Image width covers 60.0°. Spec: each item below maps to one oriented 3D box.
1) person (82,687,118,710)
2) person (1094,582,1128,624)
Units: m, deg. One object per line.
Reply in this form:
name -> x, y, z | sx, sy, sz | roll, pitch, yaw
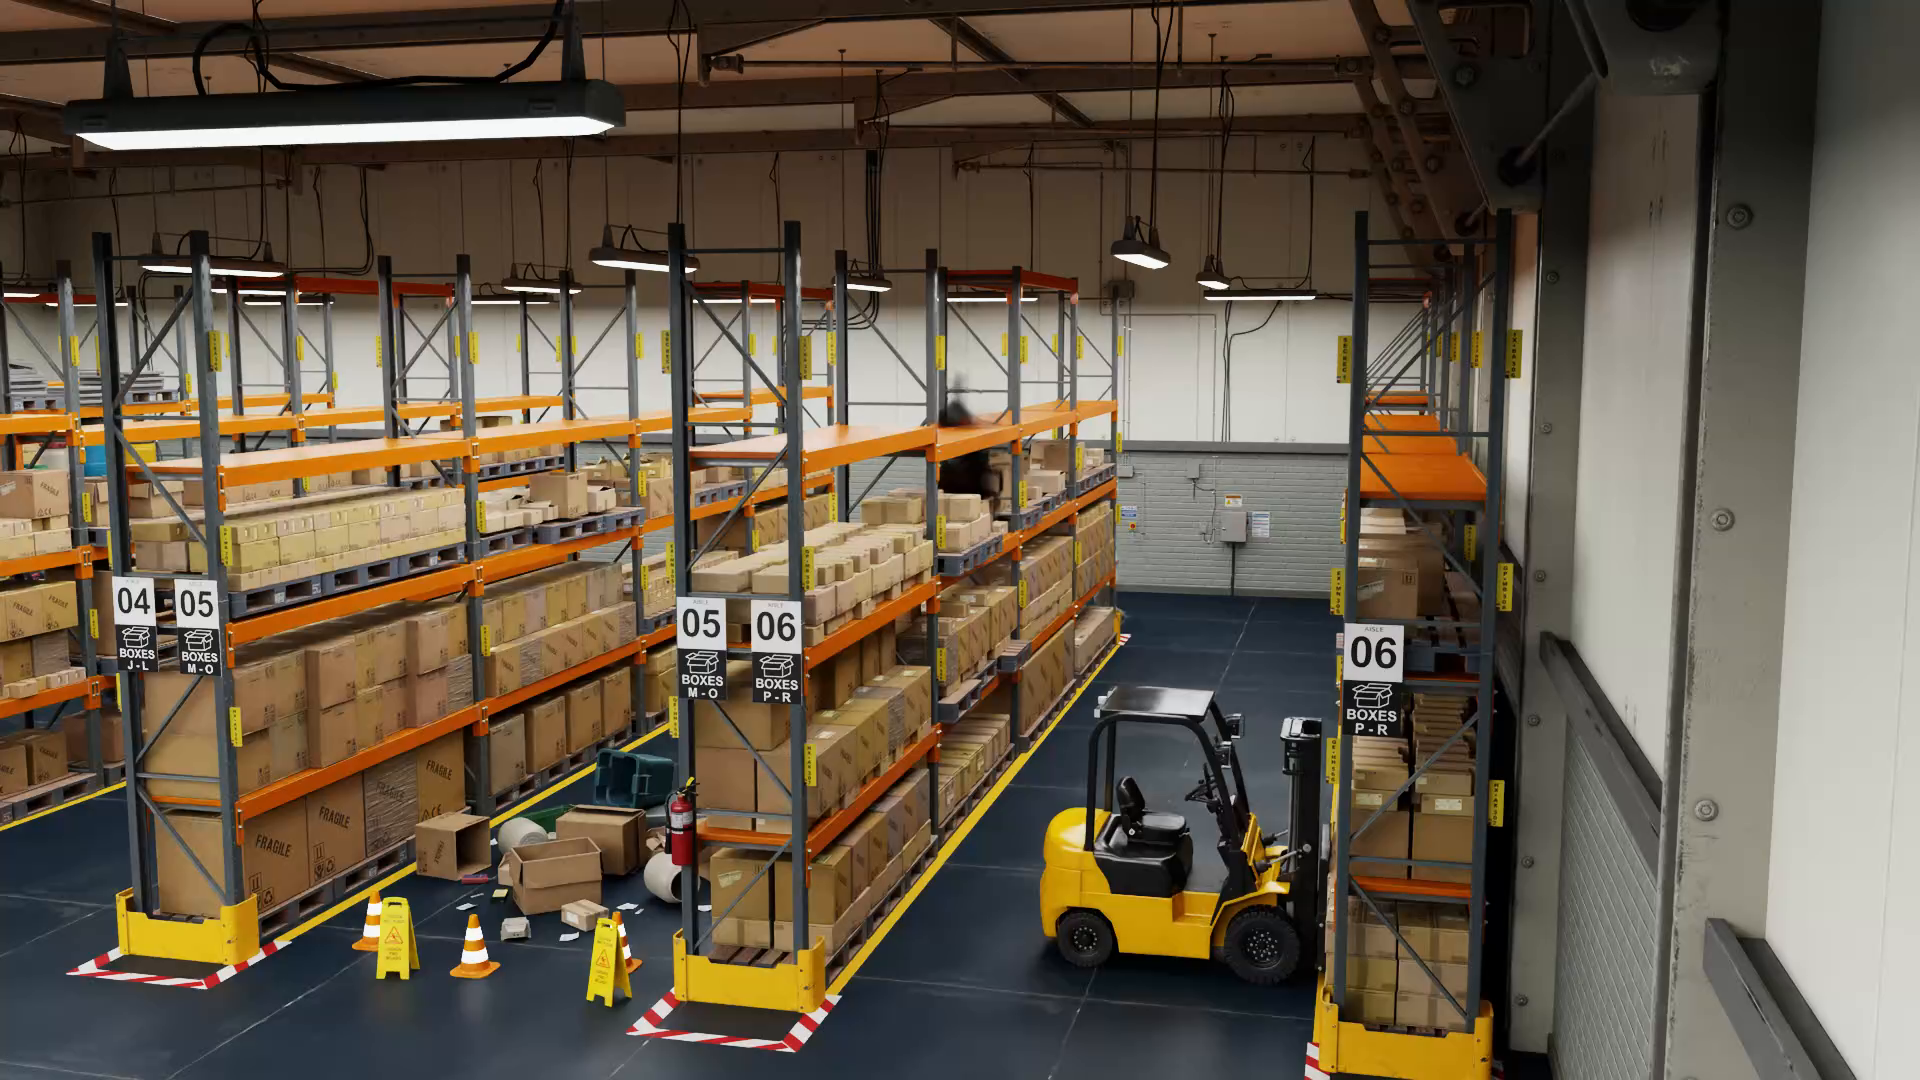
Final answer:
person -> -11.224, 1.705, 21.806 | 0.556, 1.692, 0.828 | 2, 7, 16
person -> 2.574, 0.793, 29.467 | 0.735, 1.642, 0.636 | 4, 8, 27
